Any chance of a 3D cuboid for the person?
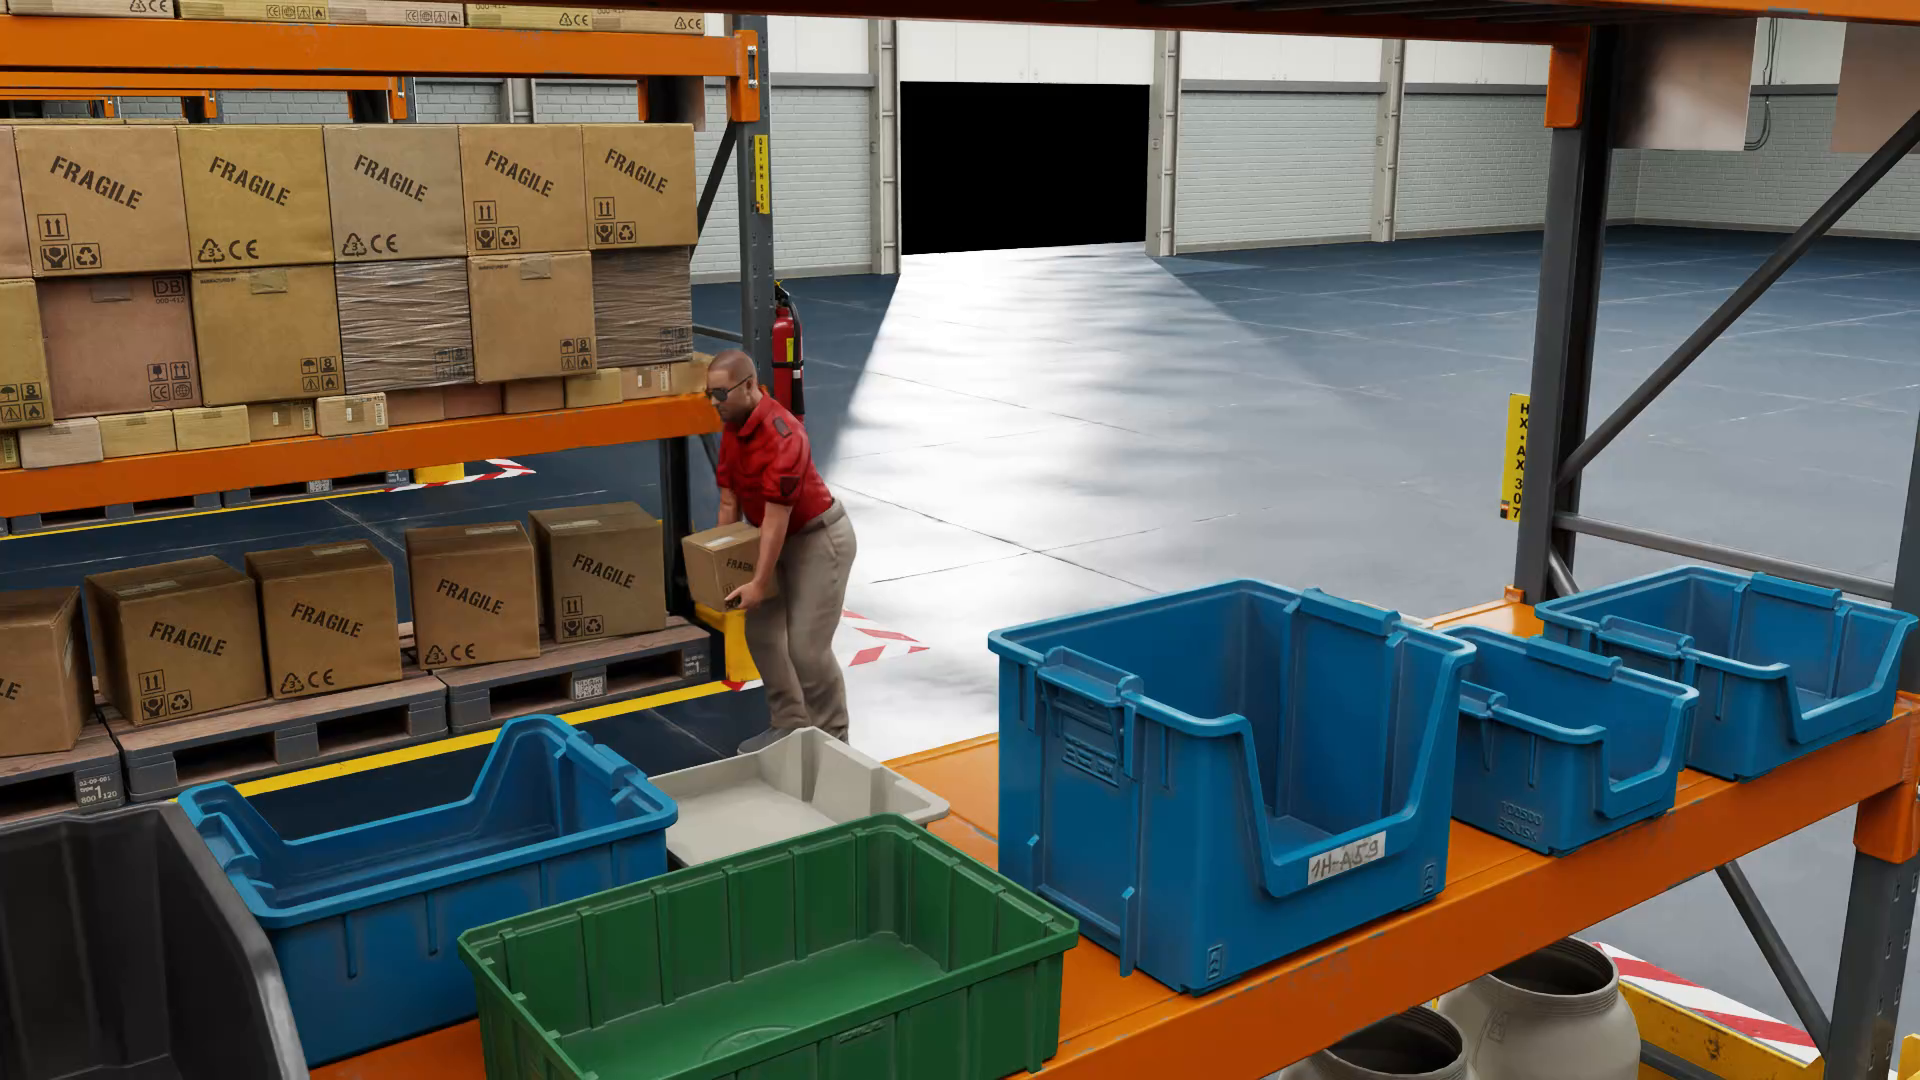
[{"bbox_3d":[-0.694,0.081,6.388,0.602,1.656,0.469,-11,18,-36],"label":"person"}]
